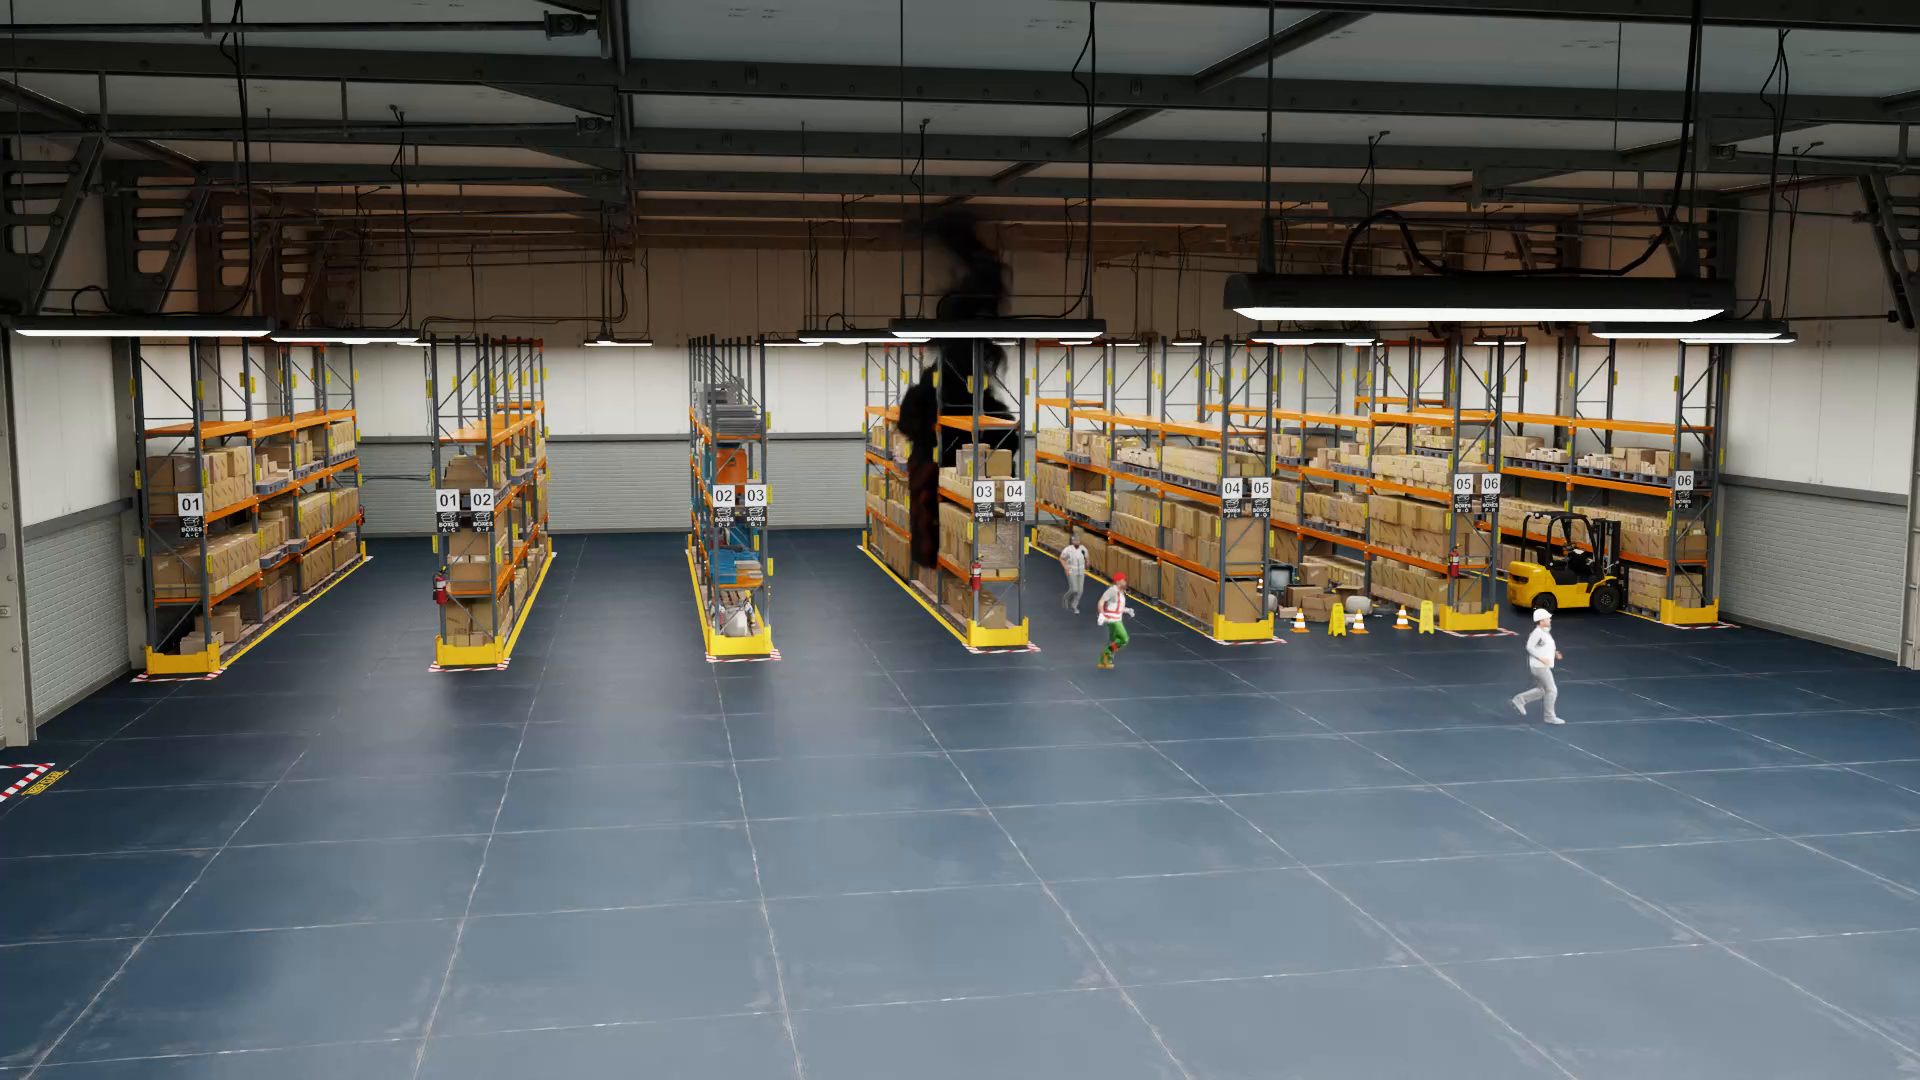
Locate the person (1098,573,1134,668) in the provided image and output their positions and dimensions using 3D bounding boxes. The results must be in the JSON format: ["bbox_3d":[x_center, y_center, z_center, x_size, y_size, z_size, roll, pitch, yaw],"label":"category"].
[{"bbox_3d":[2.798,1.440,29.830,0.648,1.723,0.678,2,7,18],"label":"person"}]

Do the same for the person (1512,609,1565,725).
[{"bbox_3d":[8.888,1.929,25.501,0.796,1.757,0.671,3,7,24],"label":"person"}]

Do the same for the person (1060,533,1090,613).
[{"bbox_3d":[2.539,0.715,36.212,0.648,1.754,0.627,-2,7,-18],"label":"person"}]

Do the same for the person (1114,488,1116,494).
[{"bbox_3d":[4.440,-0.664,48.260,0.676,1.716,0.980,-2,7,-17],"label":"person"}]
